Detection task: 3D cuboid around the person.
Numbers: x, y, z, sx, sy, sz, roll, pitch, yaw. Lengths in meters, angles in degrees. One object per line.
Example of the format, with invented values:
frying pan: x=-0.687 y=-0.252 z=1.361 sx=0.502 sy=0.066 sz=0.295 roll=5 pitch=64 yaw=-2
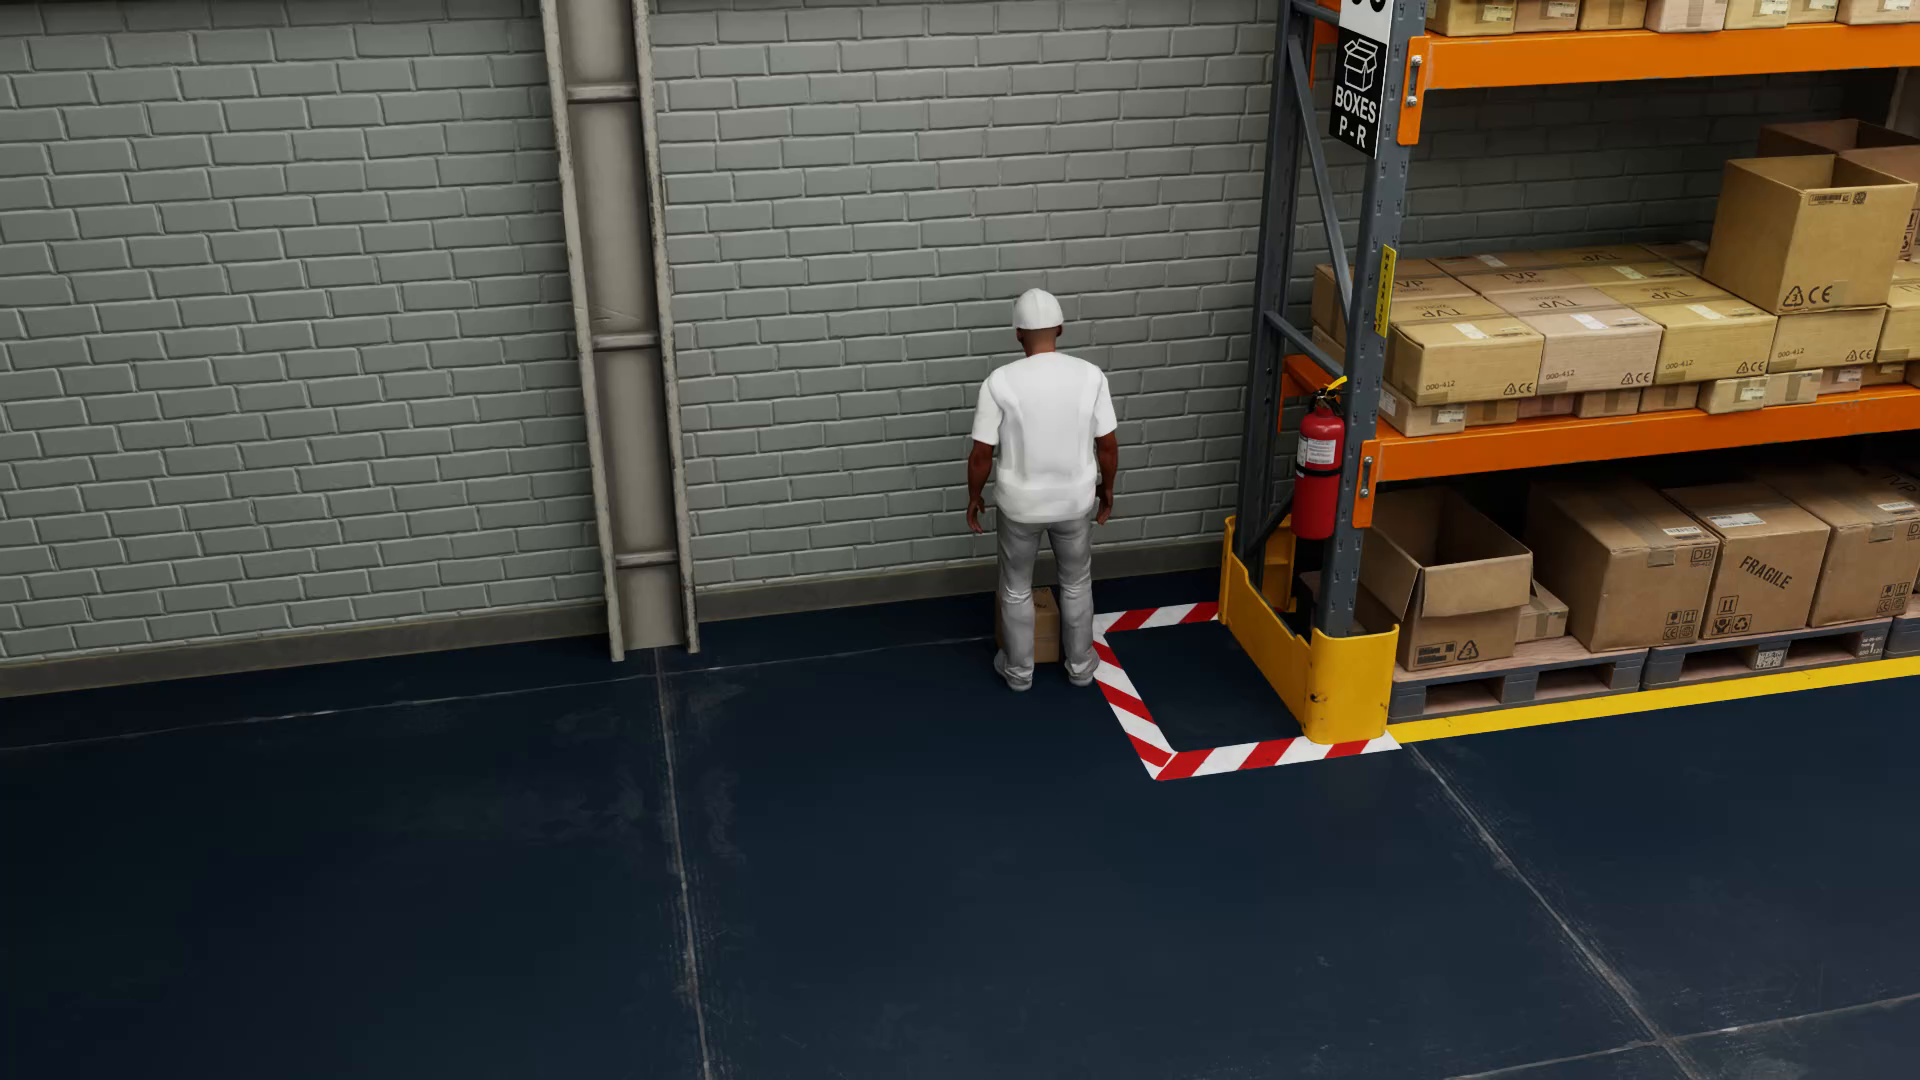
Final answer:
person: x=0.342 y=-0.199 z=6.967 sx=0.637 sy=1.662 sz=0.355 roll=-4 pitch=27 yaw=-7
